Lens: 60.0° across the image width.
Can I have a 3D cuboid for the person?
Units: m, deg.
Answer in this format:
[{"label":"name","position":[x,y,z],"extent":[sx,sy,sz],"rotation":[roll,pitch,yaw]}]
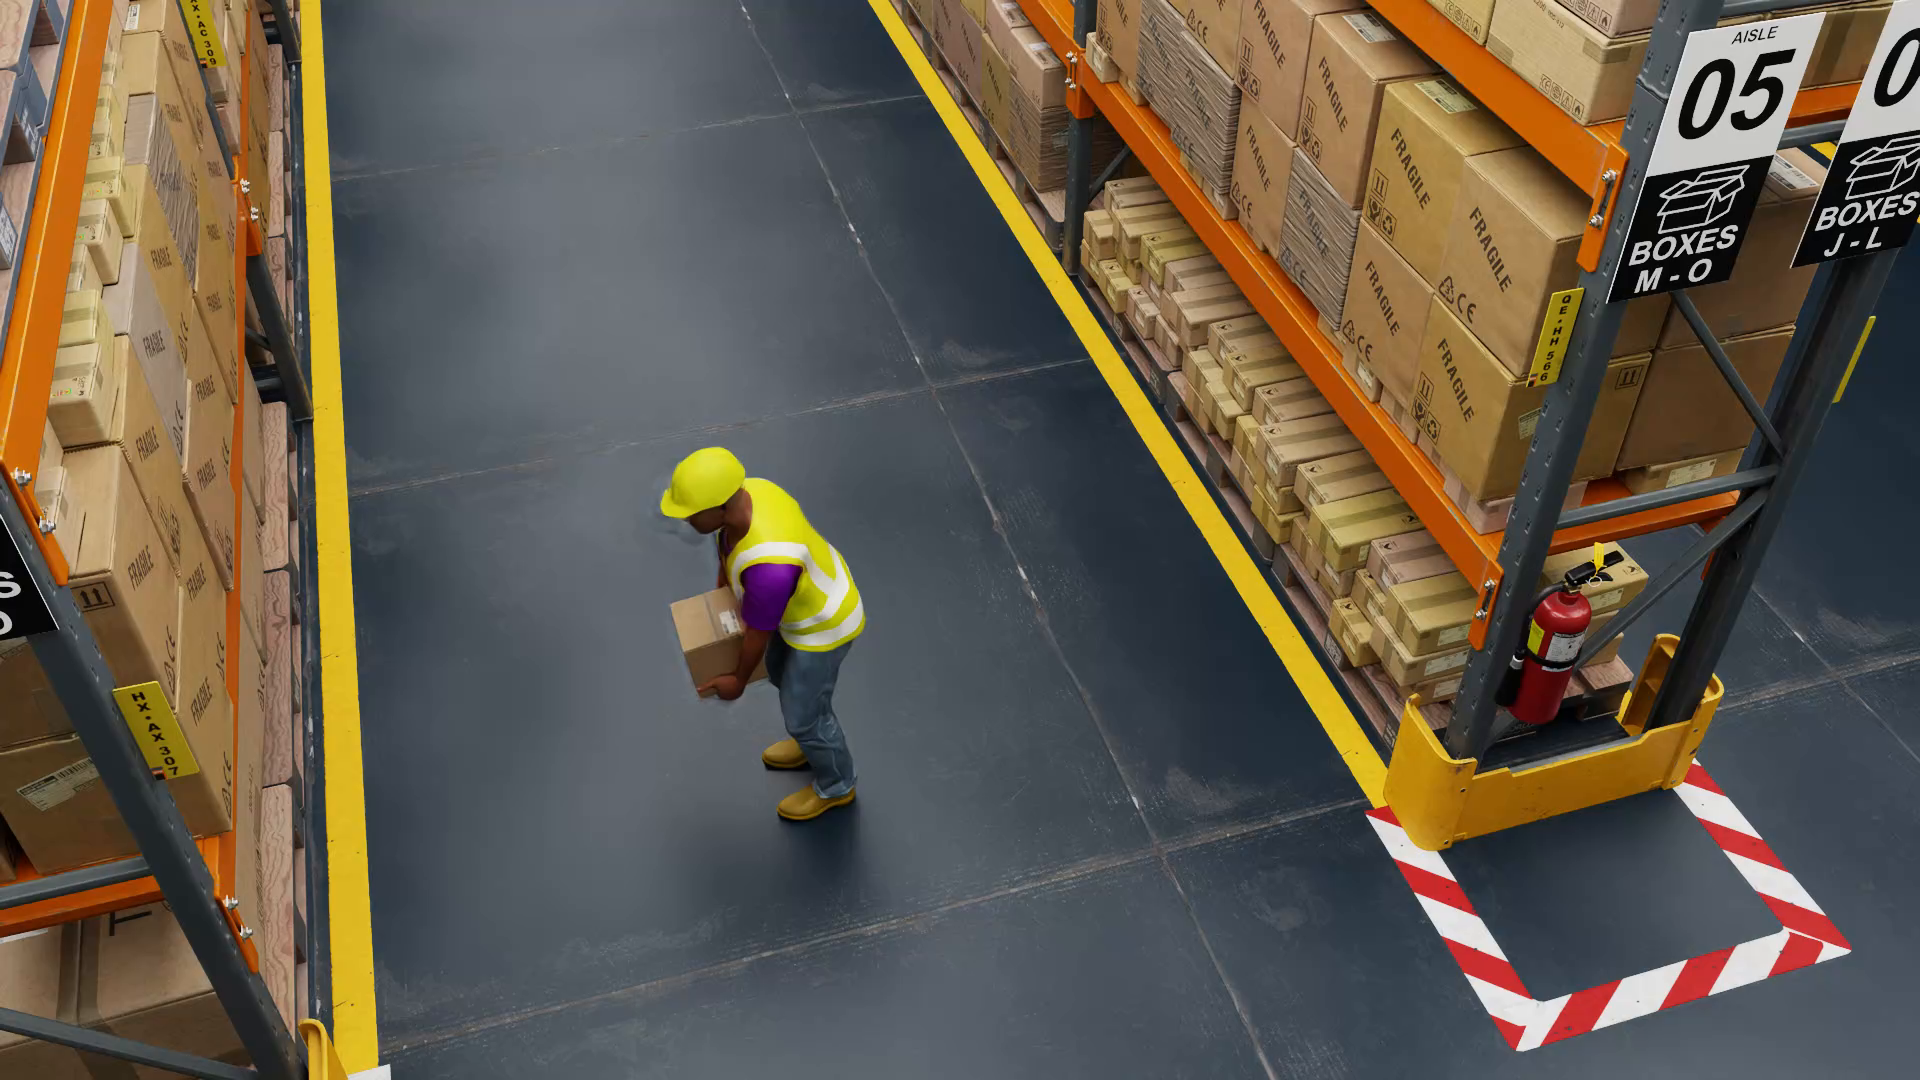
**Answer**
[{"label":"person","position":[-0.656,0.322,5.837],"extent":[0.636,1.693,0.488],"rotation":[-13,43,-14]}]
